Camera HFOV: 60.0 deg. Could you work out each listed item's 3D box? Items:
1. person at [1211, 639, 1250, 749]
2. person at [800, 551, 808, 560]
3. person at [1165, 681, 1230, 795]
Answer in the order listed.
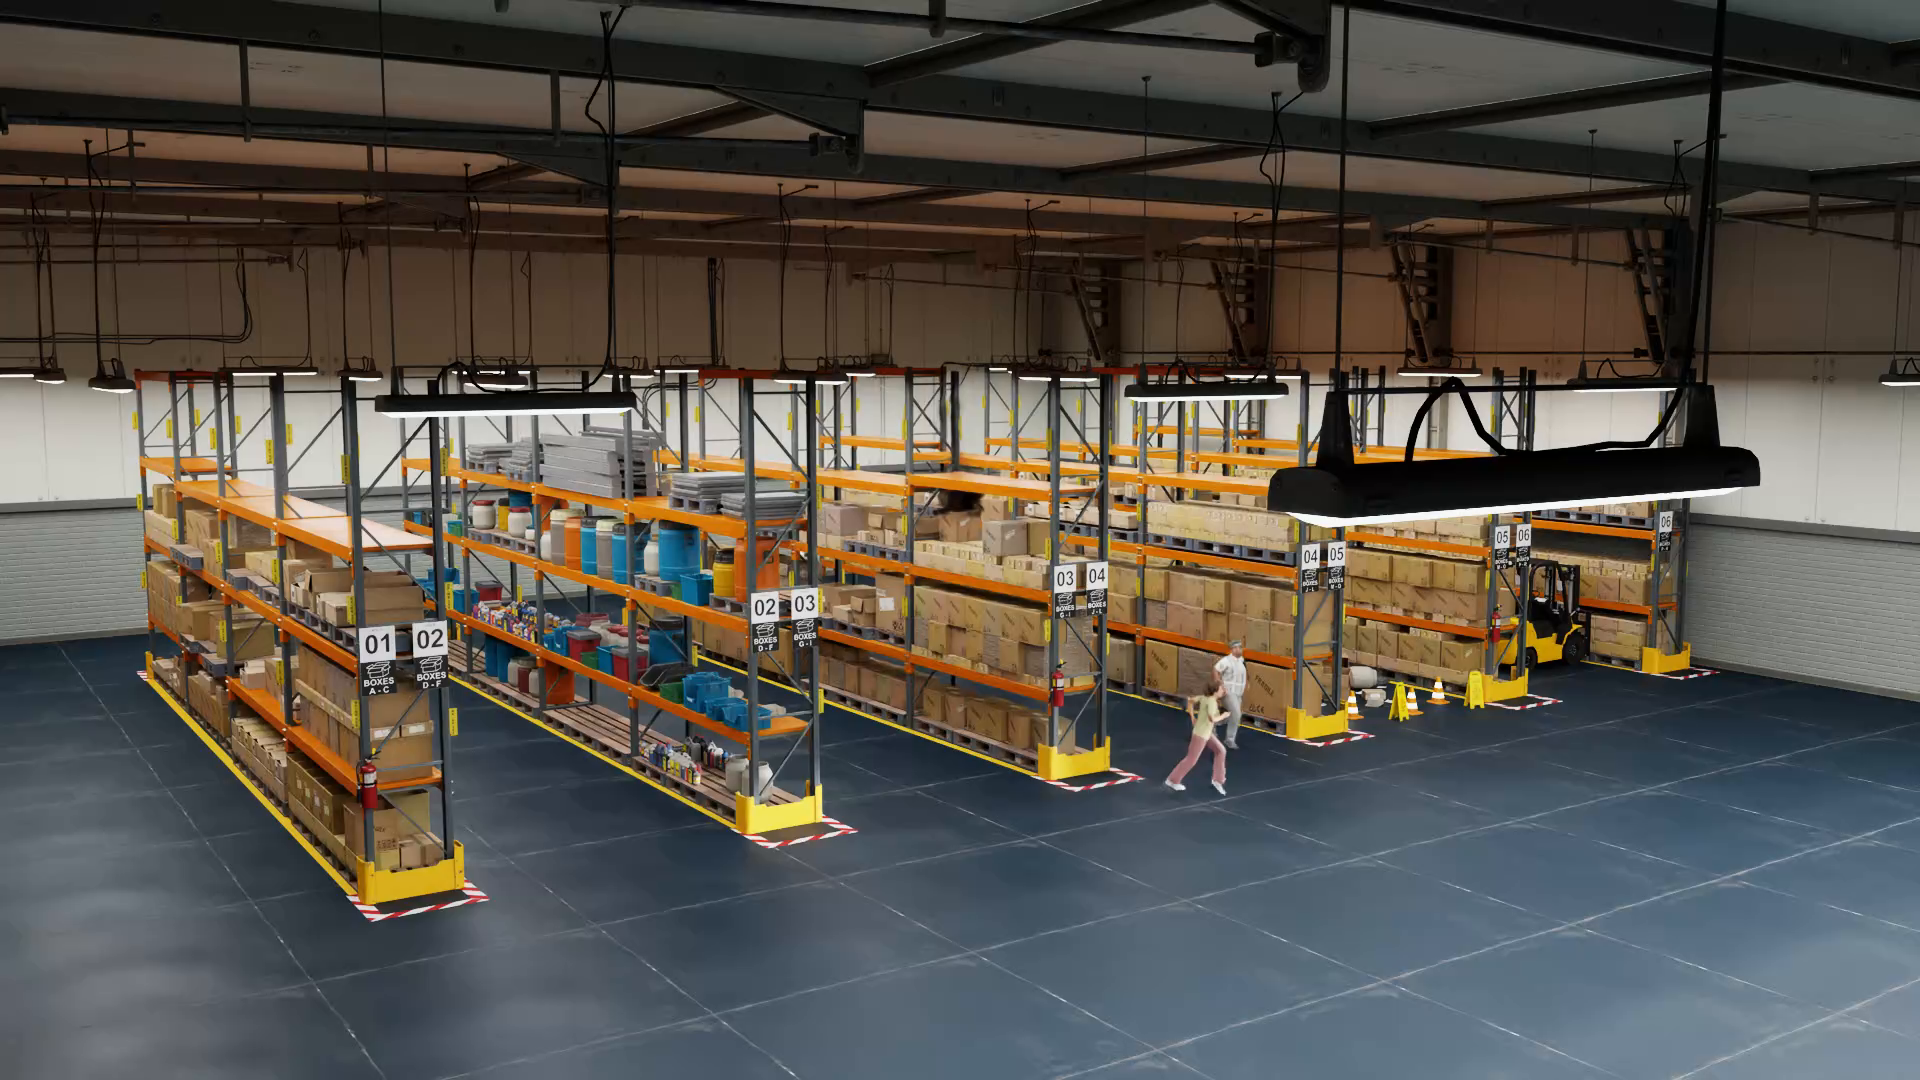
[{"bbox_3d":[4.341,2.472,26.935,0.737,1.780,0.710,6,9,41],"label":"person"},{"bbox_3d":[-3.887,0.828,41.615,0.590,1.711,0.799,3,7,24],"label":"person"},{"bbox_3d":[3.390,2.847,23.763,0.914,1.667,0.574,0,6,2],"label":"person"}]
